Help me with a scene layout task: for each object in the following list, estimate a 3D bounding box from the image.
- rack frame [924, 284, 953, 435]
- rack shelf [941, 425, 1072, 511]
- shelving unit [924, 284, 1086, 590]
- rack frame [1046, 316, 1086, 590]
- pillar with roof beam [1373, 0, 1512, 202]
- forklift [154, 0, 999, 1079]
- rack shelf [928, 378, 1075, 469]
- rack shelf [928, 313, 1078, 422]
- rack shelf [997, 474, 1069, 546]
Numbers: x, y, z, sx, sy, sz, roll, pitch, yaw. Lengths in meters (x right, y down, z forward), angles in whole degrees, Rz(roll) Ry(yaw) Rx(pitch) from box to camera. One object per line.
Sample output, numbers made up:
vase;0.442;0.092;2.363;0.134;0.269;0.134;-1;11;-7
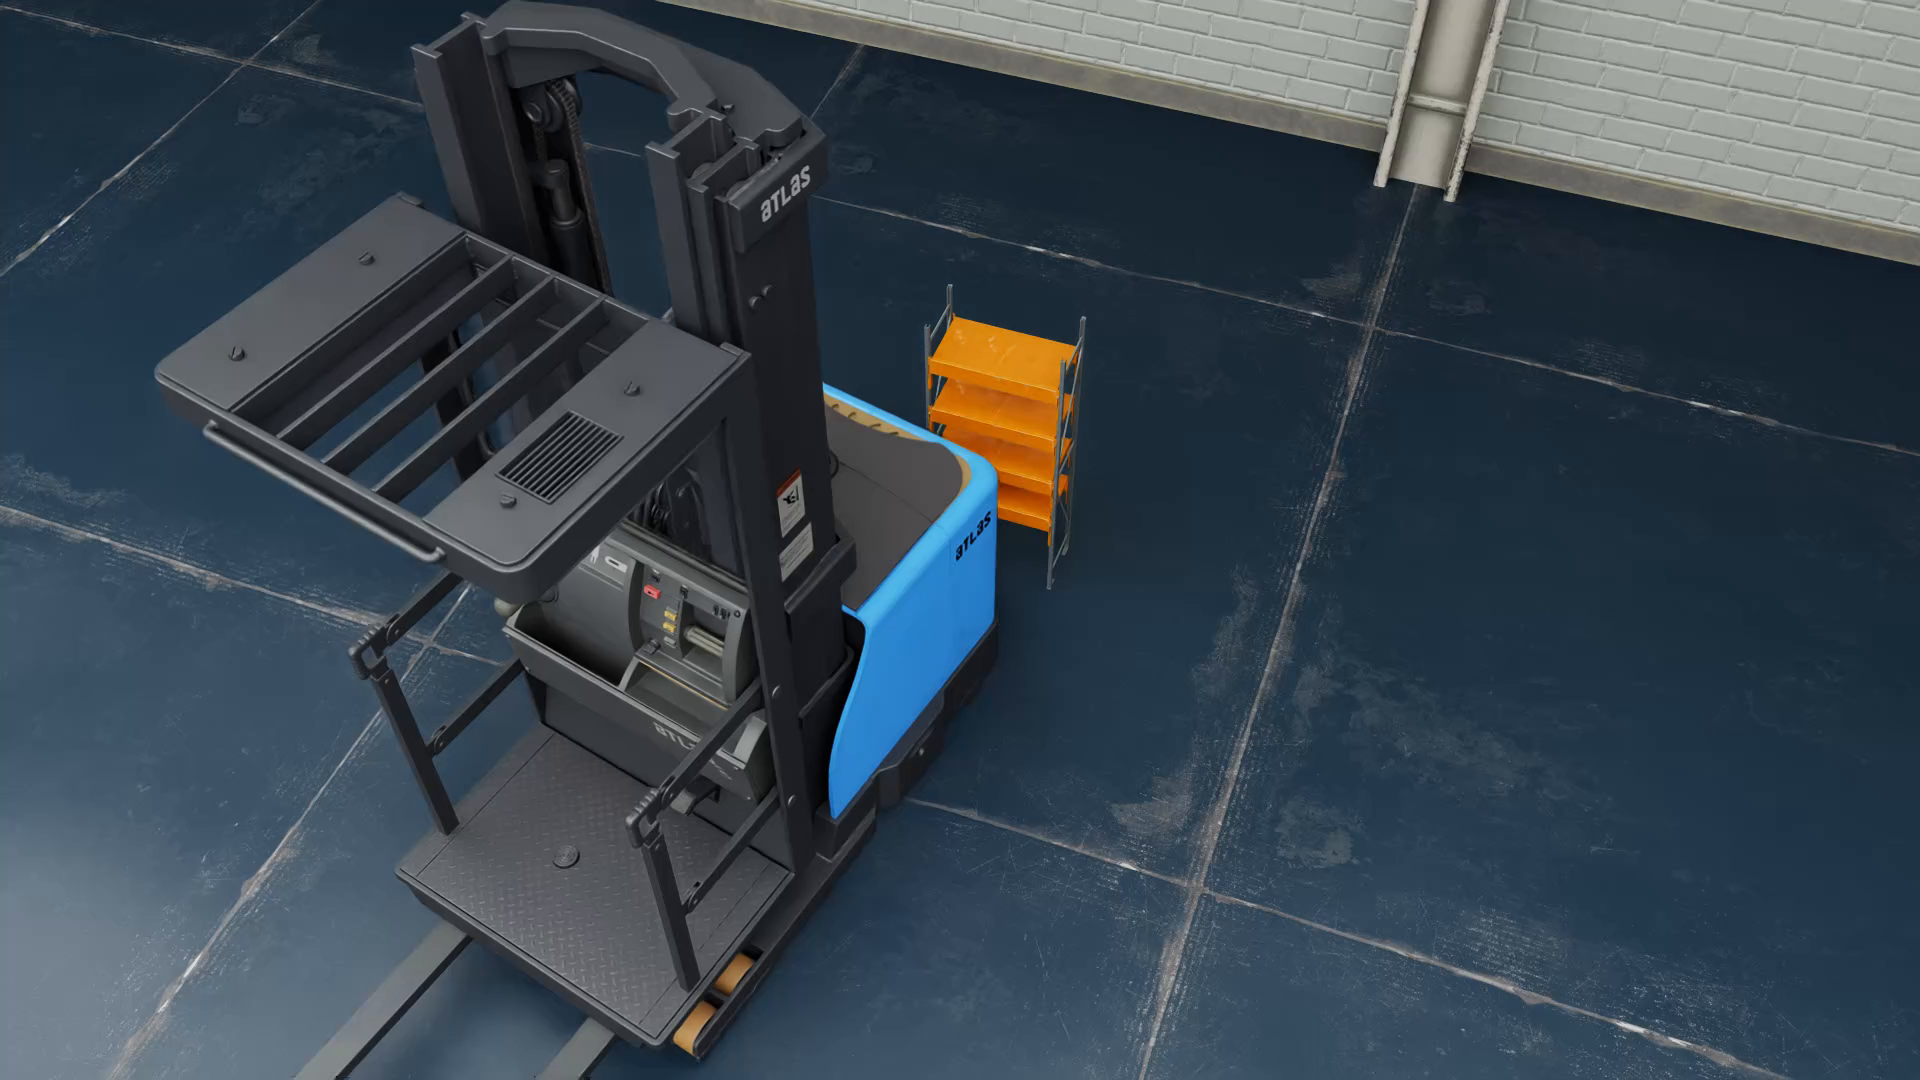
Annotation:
rack frame;-0.074;-0.414;6.181;0.015;1.200;0.240;16;51;13
rack shelf;0.155;-0.306;6.176;0.480;0.148;0.258;16;51;13
shelving unit;0.155;-0.350;6.126;0.503;1.200;0.258;16;51;13
rack frame;0.384;-0.286;6.070;0.015;1.200;0.240;16;51;13
pillar with roof beam;0.765;-1.687;2.124;0.400;9.000;9.100;16;51;13
forklift;-1.082;0.233;4.475;1.130;2.935;3.031;26;54;21
rack shelf;0.155;-0.452;6.007;0.480;0.148;0.258;16;51;13
rack shelf;0.155;-0.607;5.829;0.480;0.148;0.258;16;51;13
rack shelf;0.155;-0.176;6.326;0.480;0.148;0.258;16;51;13
